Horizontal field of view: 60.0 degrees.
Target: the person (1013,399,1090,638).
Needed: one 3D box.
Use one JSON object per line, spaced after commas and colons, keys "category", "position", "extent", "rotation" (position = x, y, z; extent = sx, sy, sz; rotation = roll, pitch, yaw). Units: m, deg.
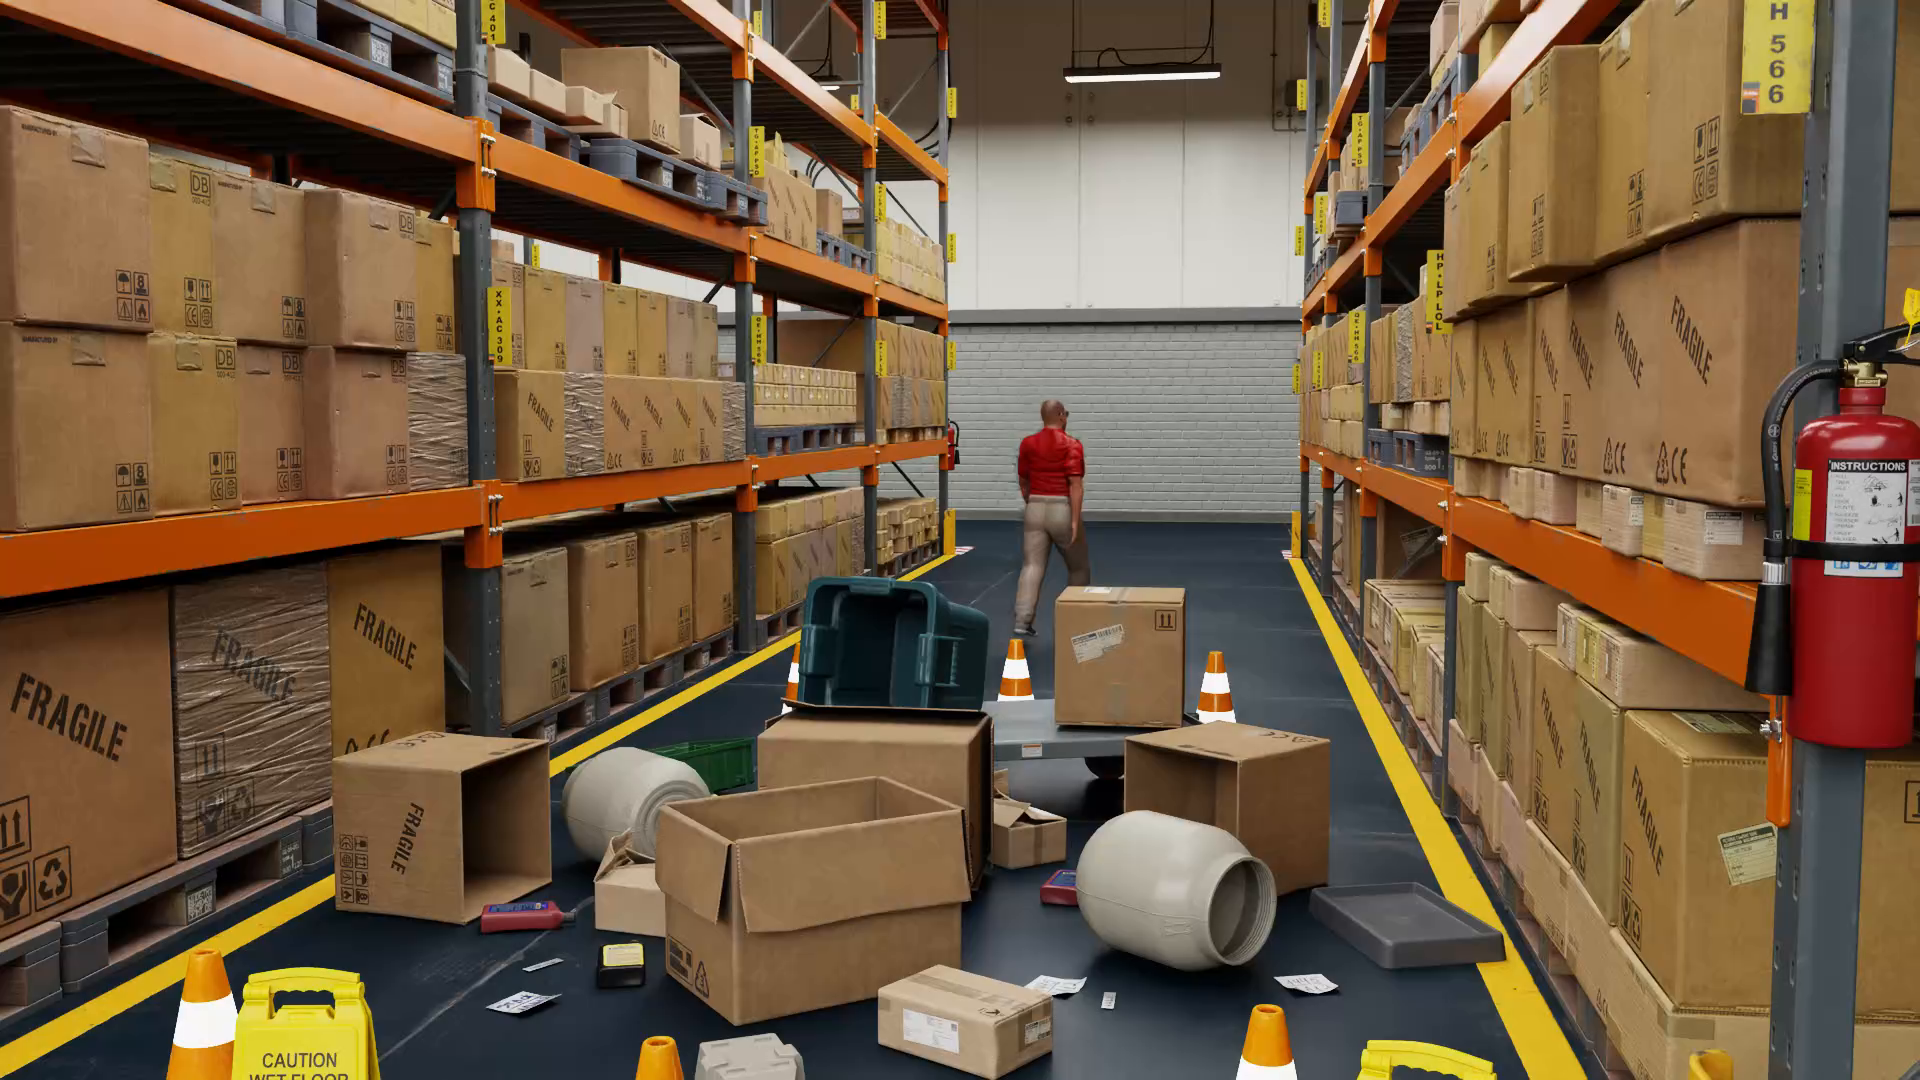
{"category": "person", "position": [0.673, -0.162, 11.736], "extent": [0.544, 1.662, 1.071], "rotation": [2, 5, 25]}
